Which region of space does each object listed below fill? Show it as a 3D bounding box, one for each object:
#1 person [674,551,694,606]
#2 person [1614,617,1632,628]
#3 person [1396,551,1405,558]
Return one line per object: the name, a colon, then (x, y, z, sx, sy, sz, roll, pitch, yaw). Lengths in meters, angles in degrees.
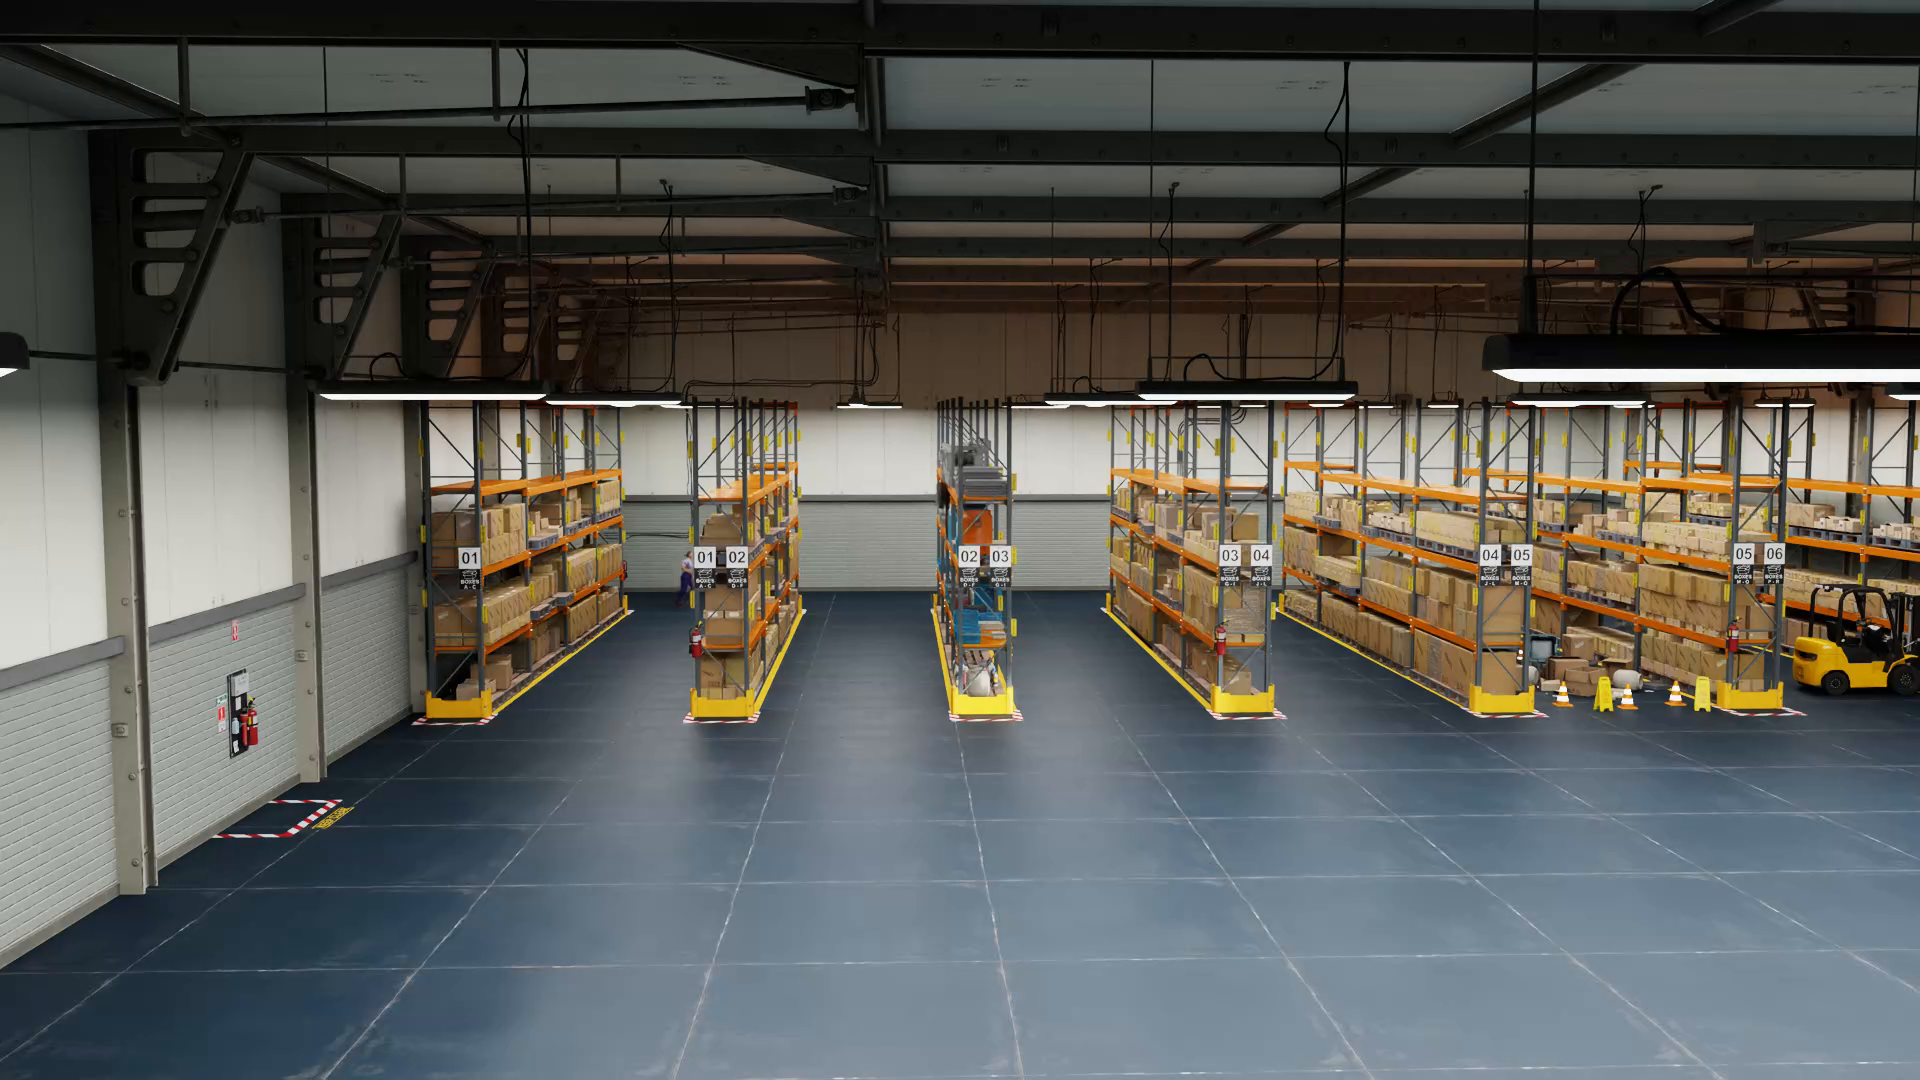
person: (-8.008, 1.143, 48.913, 0.649, 1.626, 0.669, 2, 5, 21)
person: (17.481, 1.536, 44.139, 0.677, 1.579, 0.915, -4, 6, -39)
person: (13.209, 1.017, 49.889, 0.854, 1.673, 0.619, -1, 5, -15)
